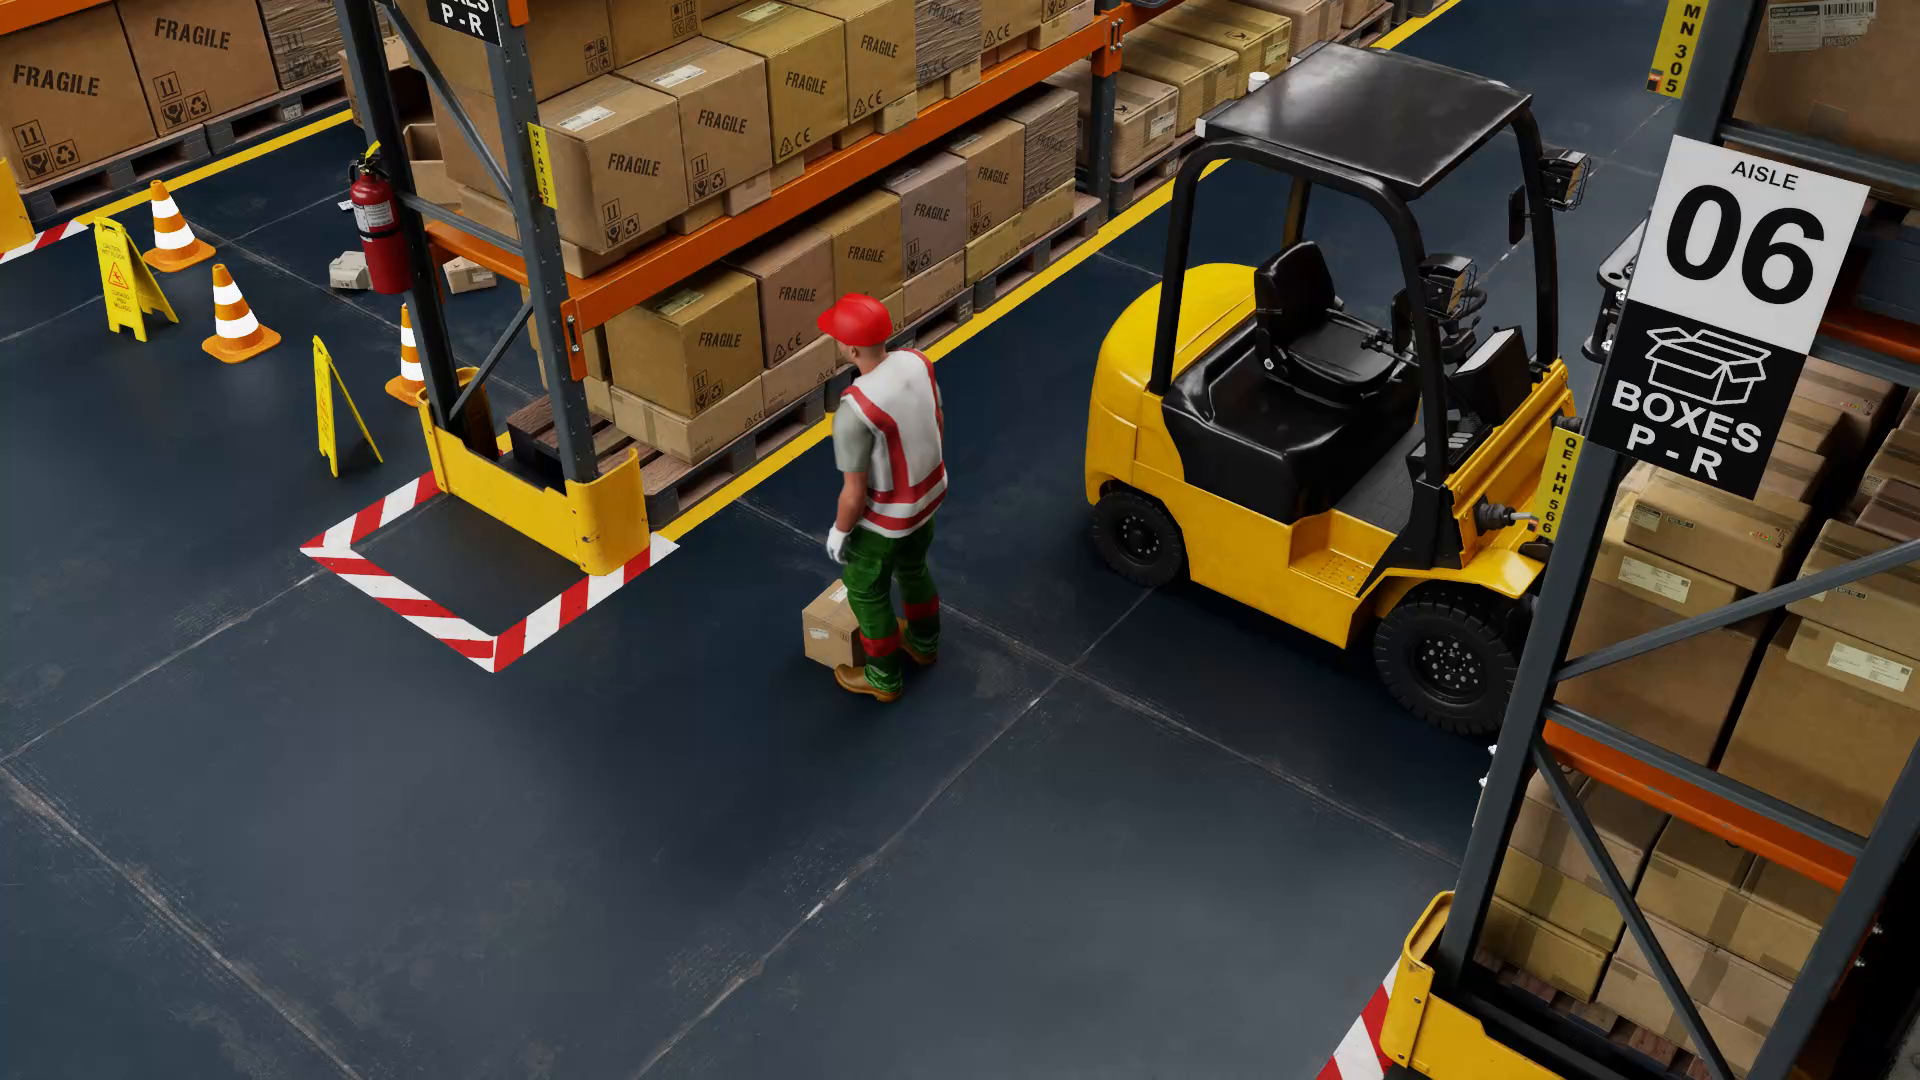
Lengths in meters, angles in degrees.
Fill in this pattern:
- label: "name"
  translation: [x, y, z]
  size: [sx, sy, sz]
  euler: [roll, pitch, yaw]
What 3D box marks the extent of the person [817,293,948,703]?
- label: "person"
  translation: [-0.289, -0.145, 6.324]
  size: [0.449, 1.779, 0.609]
  euler: [24, 44, 27]
